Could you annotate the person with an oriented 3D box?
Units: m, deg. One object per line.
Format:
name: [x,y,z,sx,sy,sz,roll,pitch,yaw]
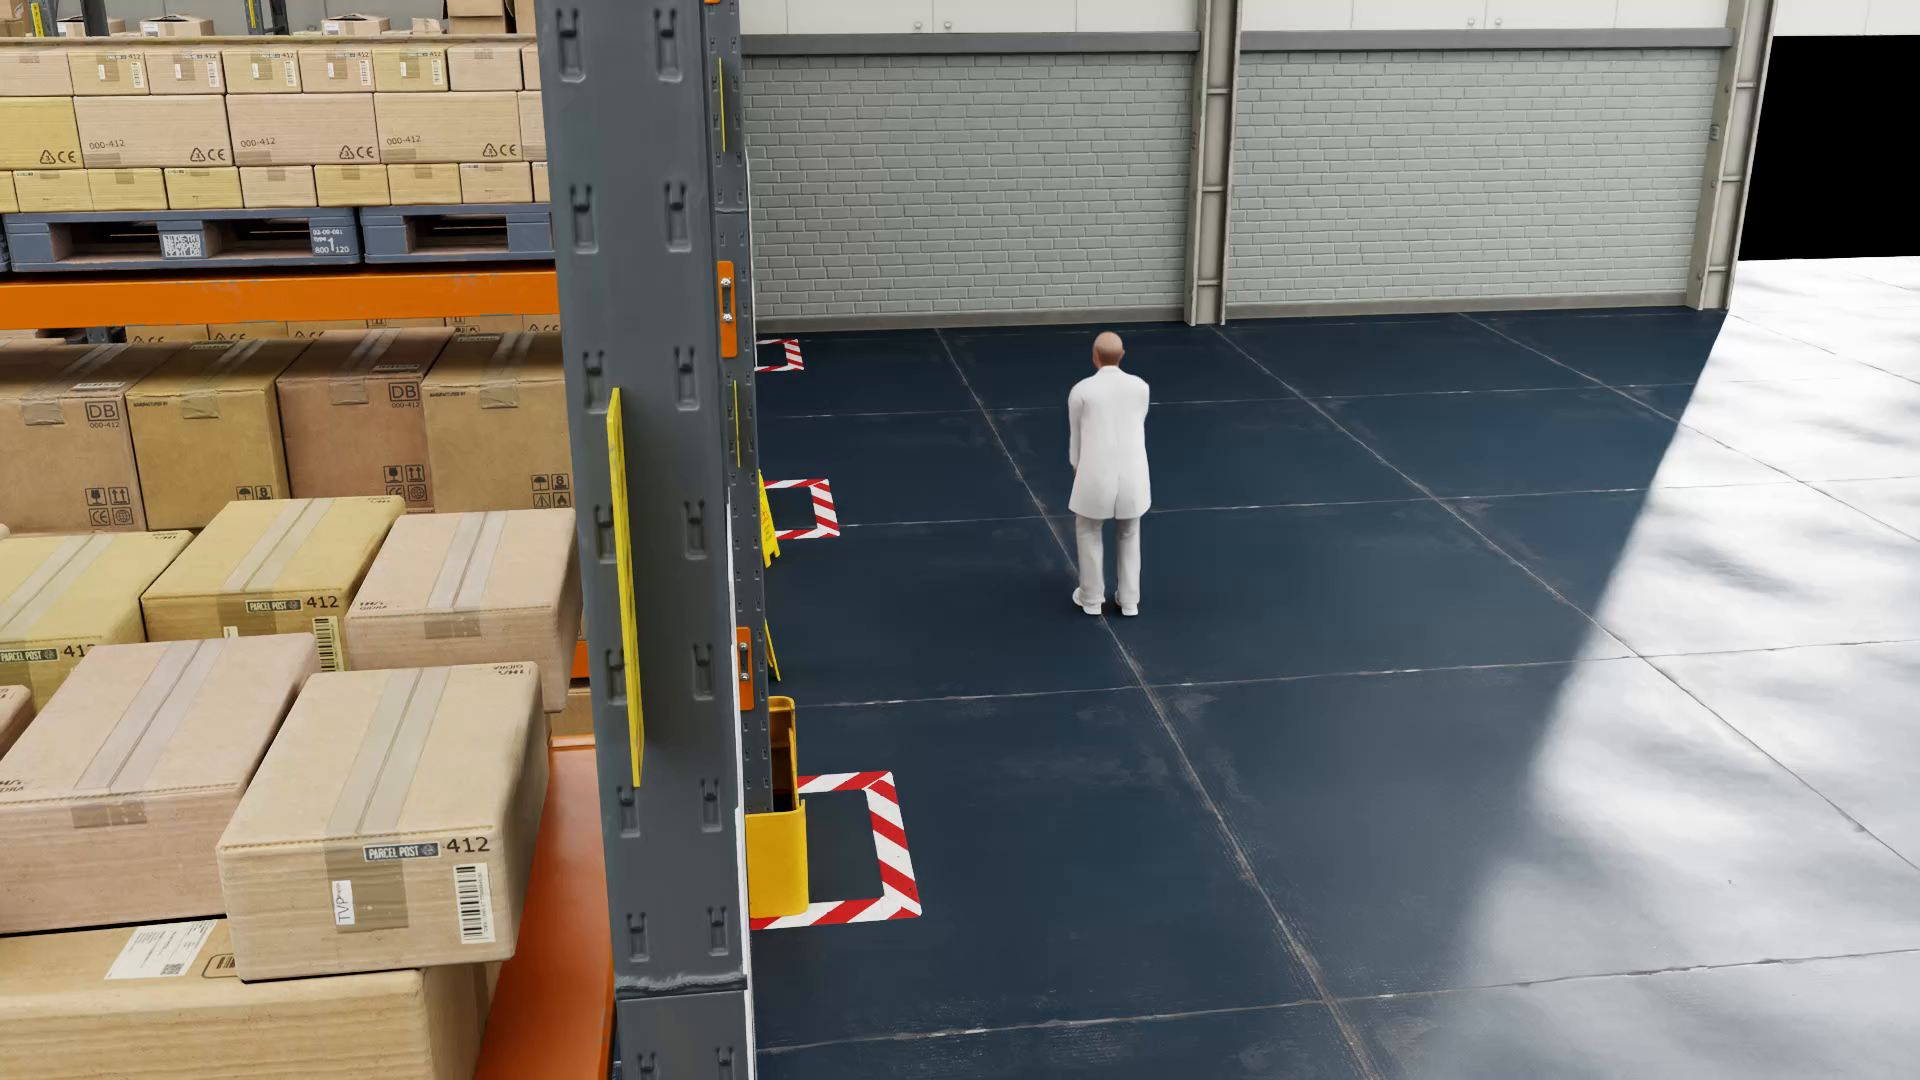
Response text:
person: [0.909,-0.422,10.294,0.530,1.771,0.580,-3,20,-9]
